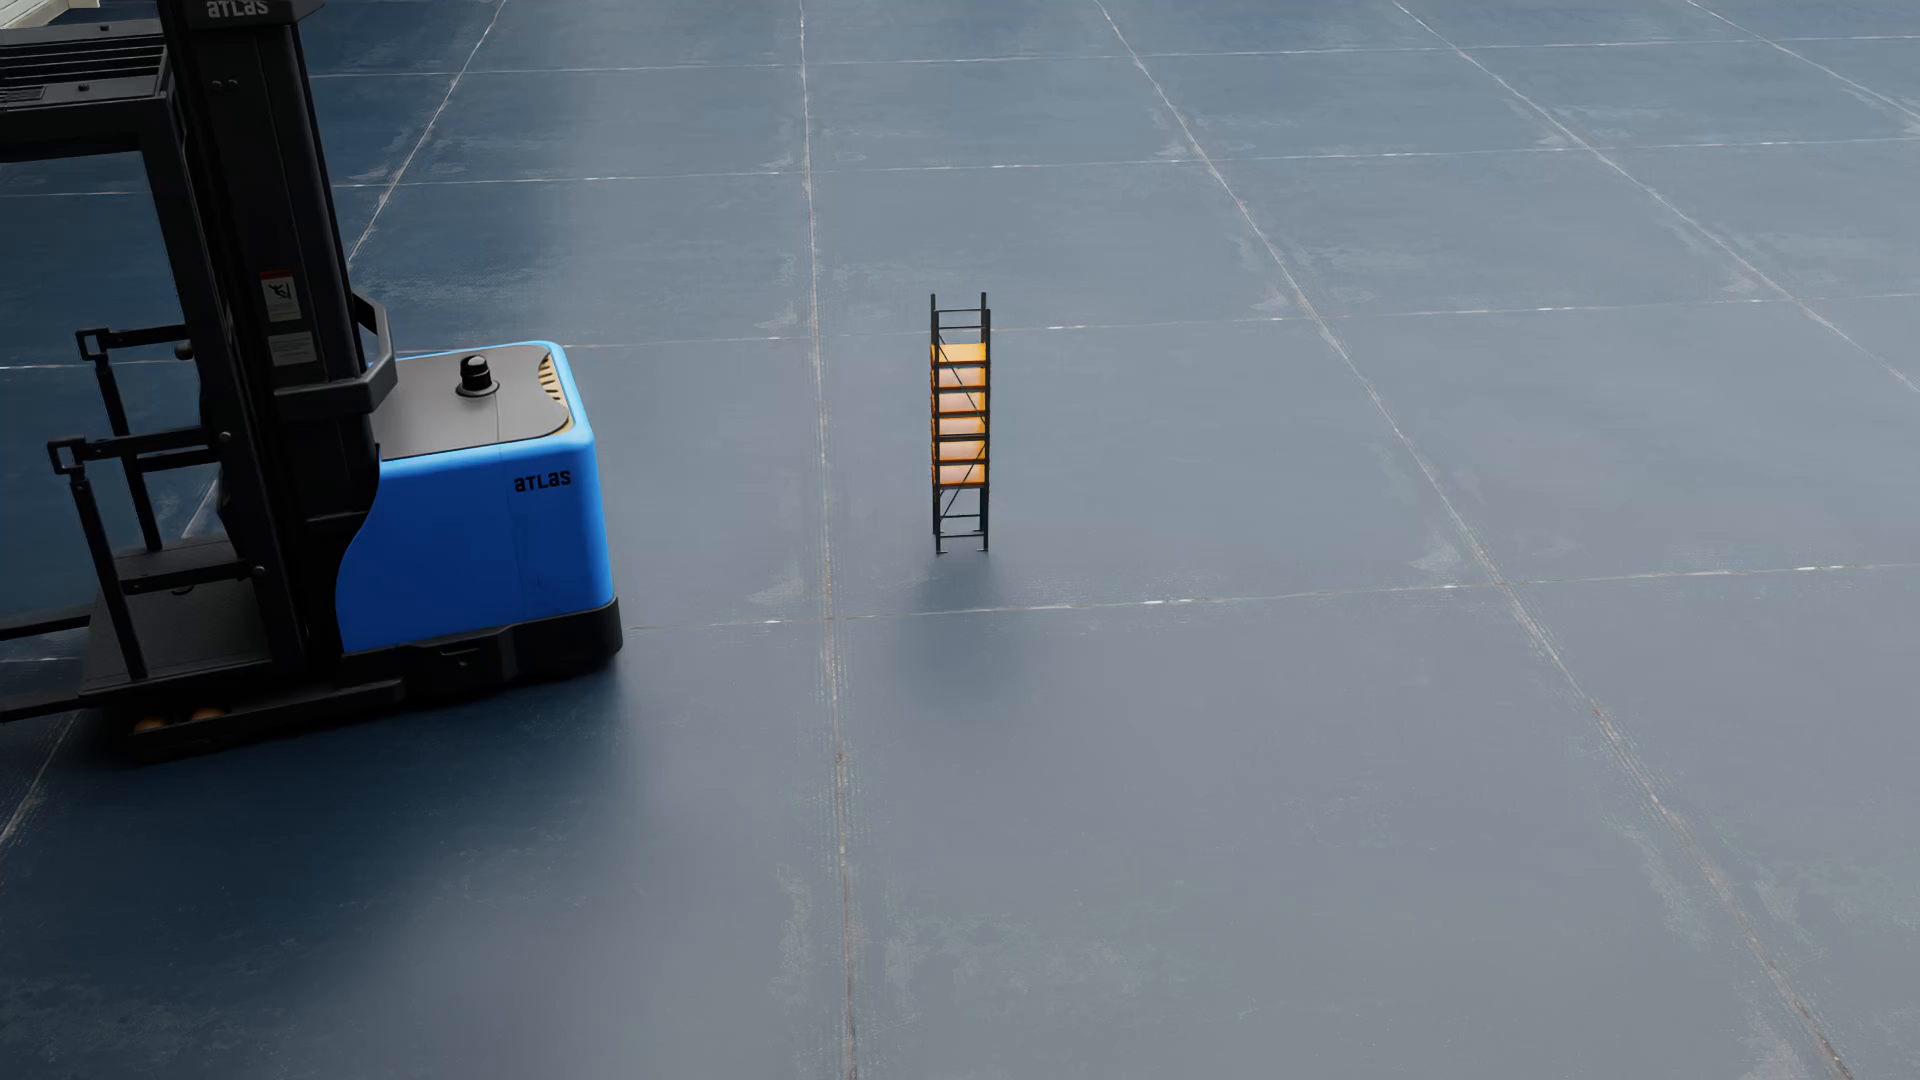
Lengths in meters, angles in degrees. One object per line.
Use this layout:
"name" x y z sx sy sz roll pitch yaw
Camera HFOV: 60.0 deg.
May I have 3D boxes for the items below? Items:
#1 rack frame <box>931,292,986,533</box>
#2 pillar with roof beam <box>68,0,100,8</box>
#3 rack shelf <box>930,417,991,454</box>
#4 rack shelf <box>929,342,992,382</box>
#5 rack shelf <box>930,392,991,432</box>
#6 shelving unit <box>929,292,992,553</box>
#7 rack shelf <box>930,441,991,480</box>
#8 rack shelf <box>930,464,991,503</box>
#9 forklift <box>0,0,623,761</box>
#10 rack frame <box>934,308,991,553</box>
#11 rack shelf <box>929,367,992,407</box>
"rack frame" -0.007 -0.554 7.508 0.240 1.200 0.006 -3 31 -5
"pillar with roof beam" -4.545 -9.512 14.900 9.100 9.000 0.400 -3 31 -5
"rack shelf" 0.001 -0.470 7.453 0.258 0.103 0.180 -3 31 -5
"rack shelf" 0.001 -0.779 7.268 0.258 0.103 0.180 -3 31 -5
"rack shelf" 0.001 -0.573 7.391 0.258 0.103 0.180 -3 31 -5
"shelving unit" 0.001 -0.508 7.430 0.258 1.200 0.189 -3 31 -5
"rack shelf" 0.001 -0.367 7.514 0.258 0.103 0.180 -3 31 -5
"rack shelf" 0.001 -0.264 7.576 0.258 0.103 0.180 -3 31 -5
"forklift" -2.968 -0.722 6.101 3.031 2.935 1.130 -10 32 -17
"rack frame" 0.010 -0.461 7.352 0.240 1.200 0.006 -3 31 -5
"rack shelf" 0.001 -0.676 7.330 0.258 0.103 0.180 -3 31 -5
